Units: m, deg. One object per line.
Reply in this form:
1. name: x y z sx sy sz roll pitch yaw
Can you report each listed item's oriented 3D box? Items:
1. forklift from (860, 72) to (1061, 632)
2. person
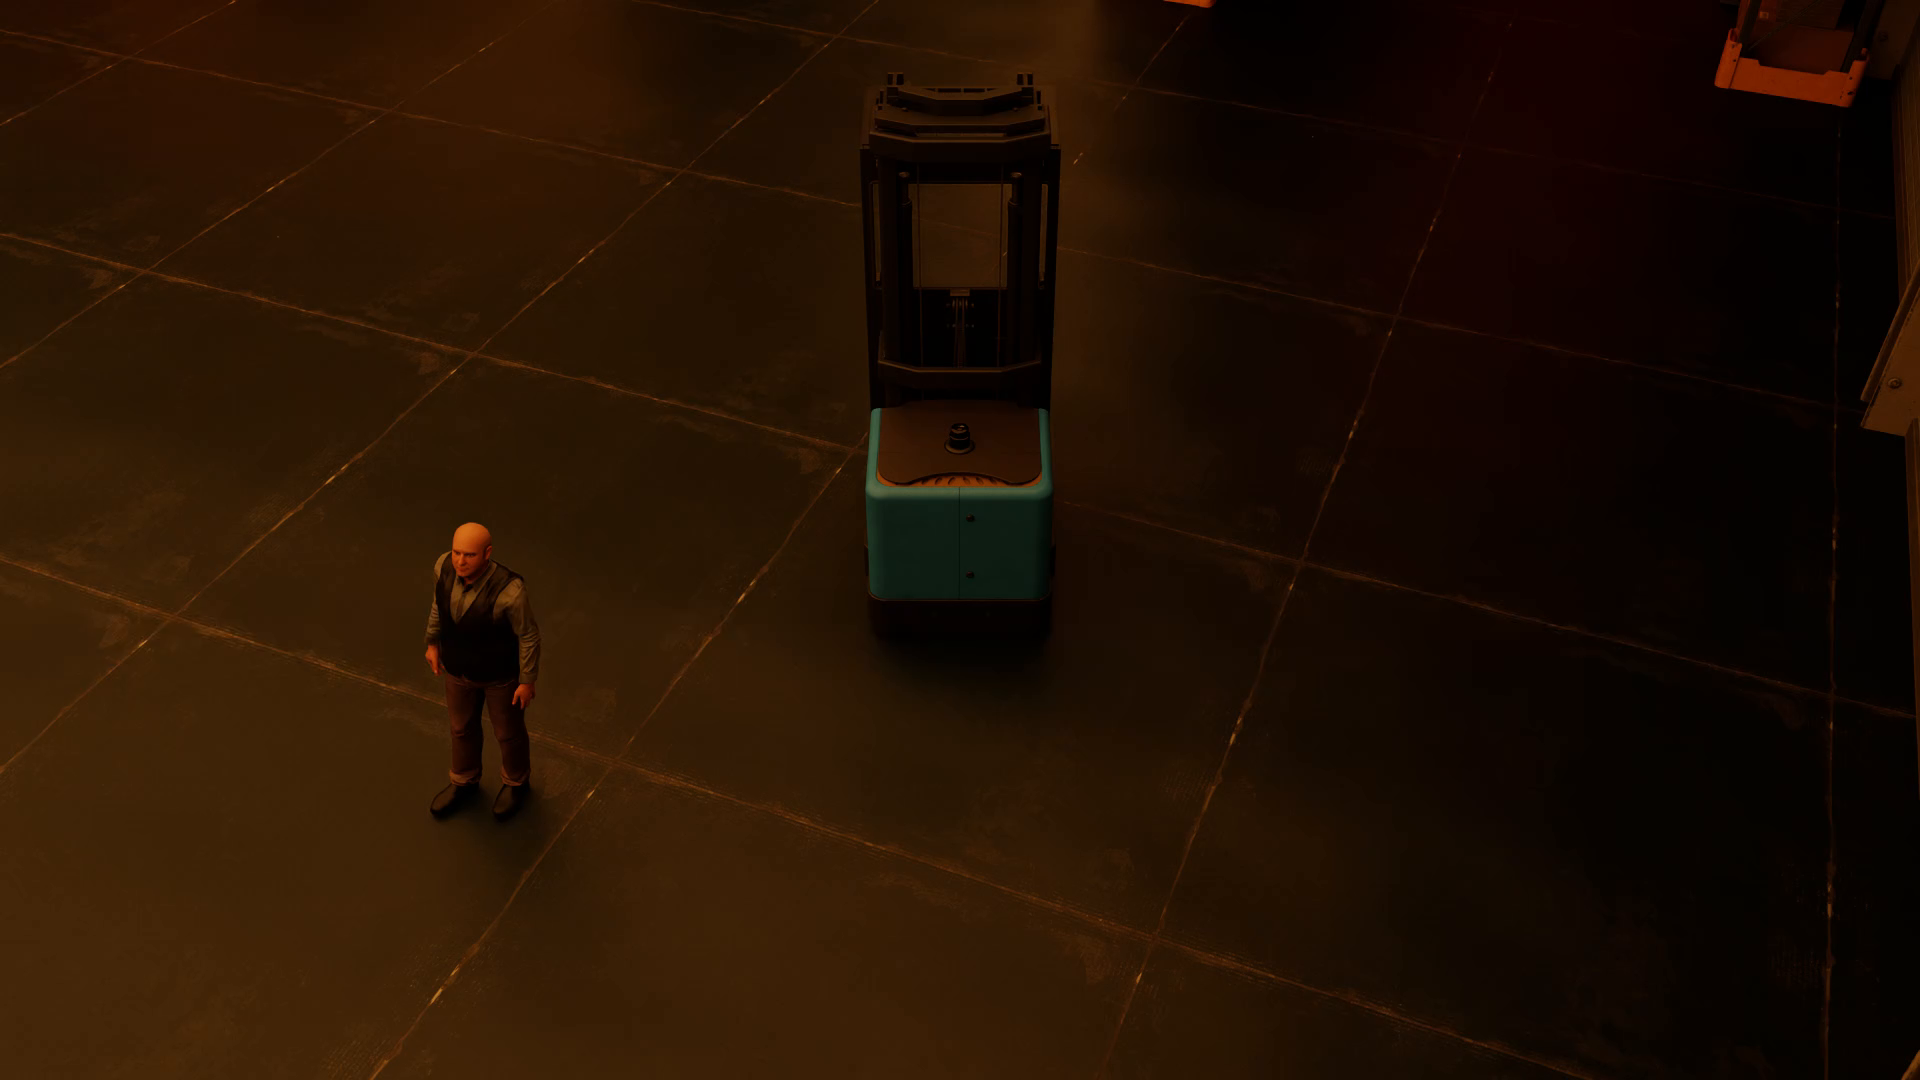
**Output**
1. forklift: 0.002 -1.515 9.816 1.130 2.935 3.031 0 40 0
2. person: -2.361 0.668 8.139 0.633 1.721 0.567 16 42 18
